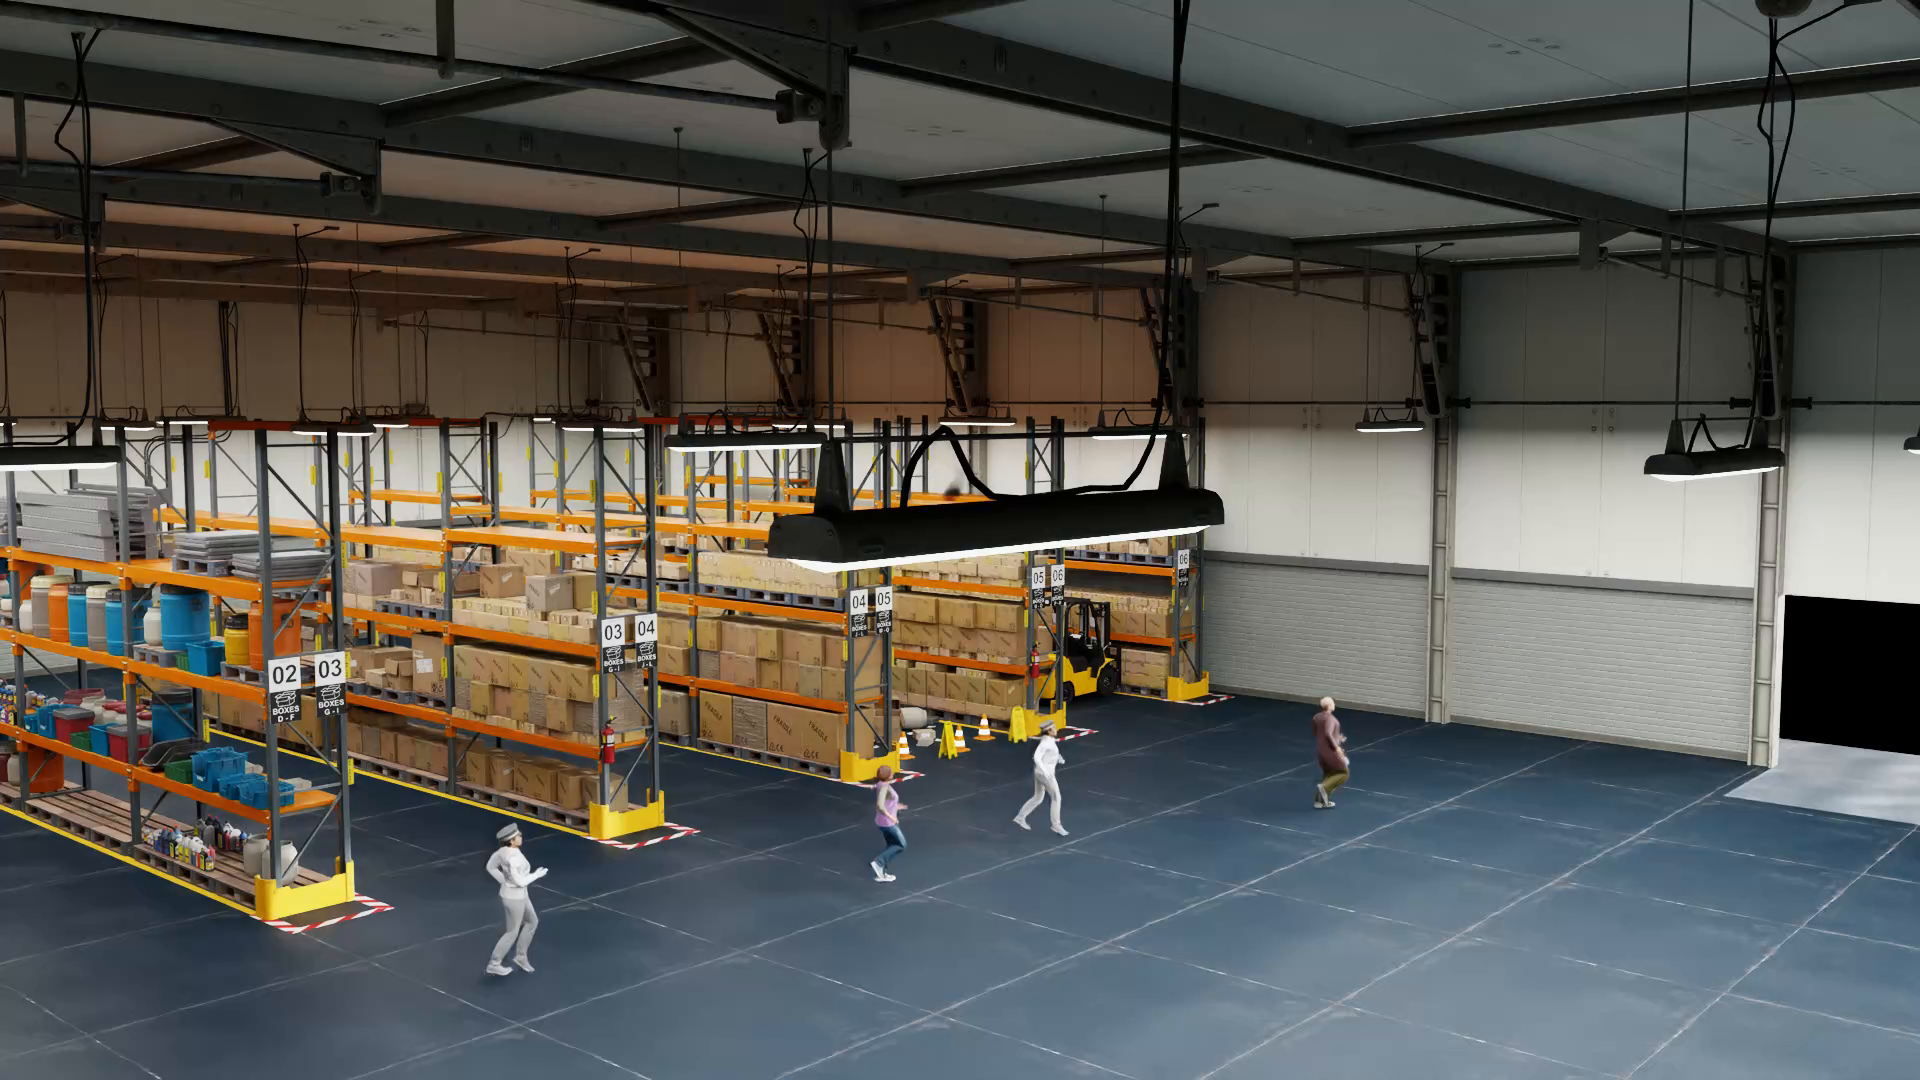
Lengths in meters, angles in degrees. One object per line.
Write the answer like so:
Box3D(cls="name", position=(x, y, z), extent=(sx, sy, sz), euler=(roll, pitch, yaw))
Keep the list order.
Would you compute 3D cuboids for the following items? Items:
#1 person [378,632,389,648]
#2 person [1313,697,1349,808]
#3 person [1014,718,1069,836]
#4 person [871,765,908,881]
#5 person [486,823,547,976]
Box3D(cls="person", position=(-13.957, 2.145, 40.179), extent=(0.989, 1.677, 0.586), euler=(-5, 7, -45))
Box3D(cls="person", position=(5.789, 3.329, 25.917), extent=(0.623, 1.693, 0.701), euler=(-2, 5, -18))
Box3D(cls="person", position=(1.187, 3.460, 24.327), extent=(0.812, 1.732, 0.611), euler=(-1, 5, -7))
Box3D(cls="person", position=(-0.922, 3.728, 21.904), extent=(0.542, 1.554, 0.531), euler=(-1, 5, -16))
Box3D(cls="person", position=(-4.893, 3.967, 18.307), extent=(0.684, 1.734, 0.592), euler=(-2, 5, -24))
